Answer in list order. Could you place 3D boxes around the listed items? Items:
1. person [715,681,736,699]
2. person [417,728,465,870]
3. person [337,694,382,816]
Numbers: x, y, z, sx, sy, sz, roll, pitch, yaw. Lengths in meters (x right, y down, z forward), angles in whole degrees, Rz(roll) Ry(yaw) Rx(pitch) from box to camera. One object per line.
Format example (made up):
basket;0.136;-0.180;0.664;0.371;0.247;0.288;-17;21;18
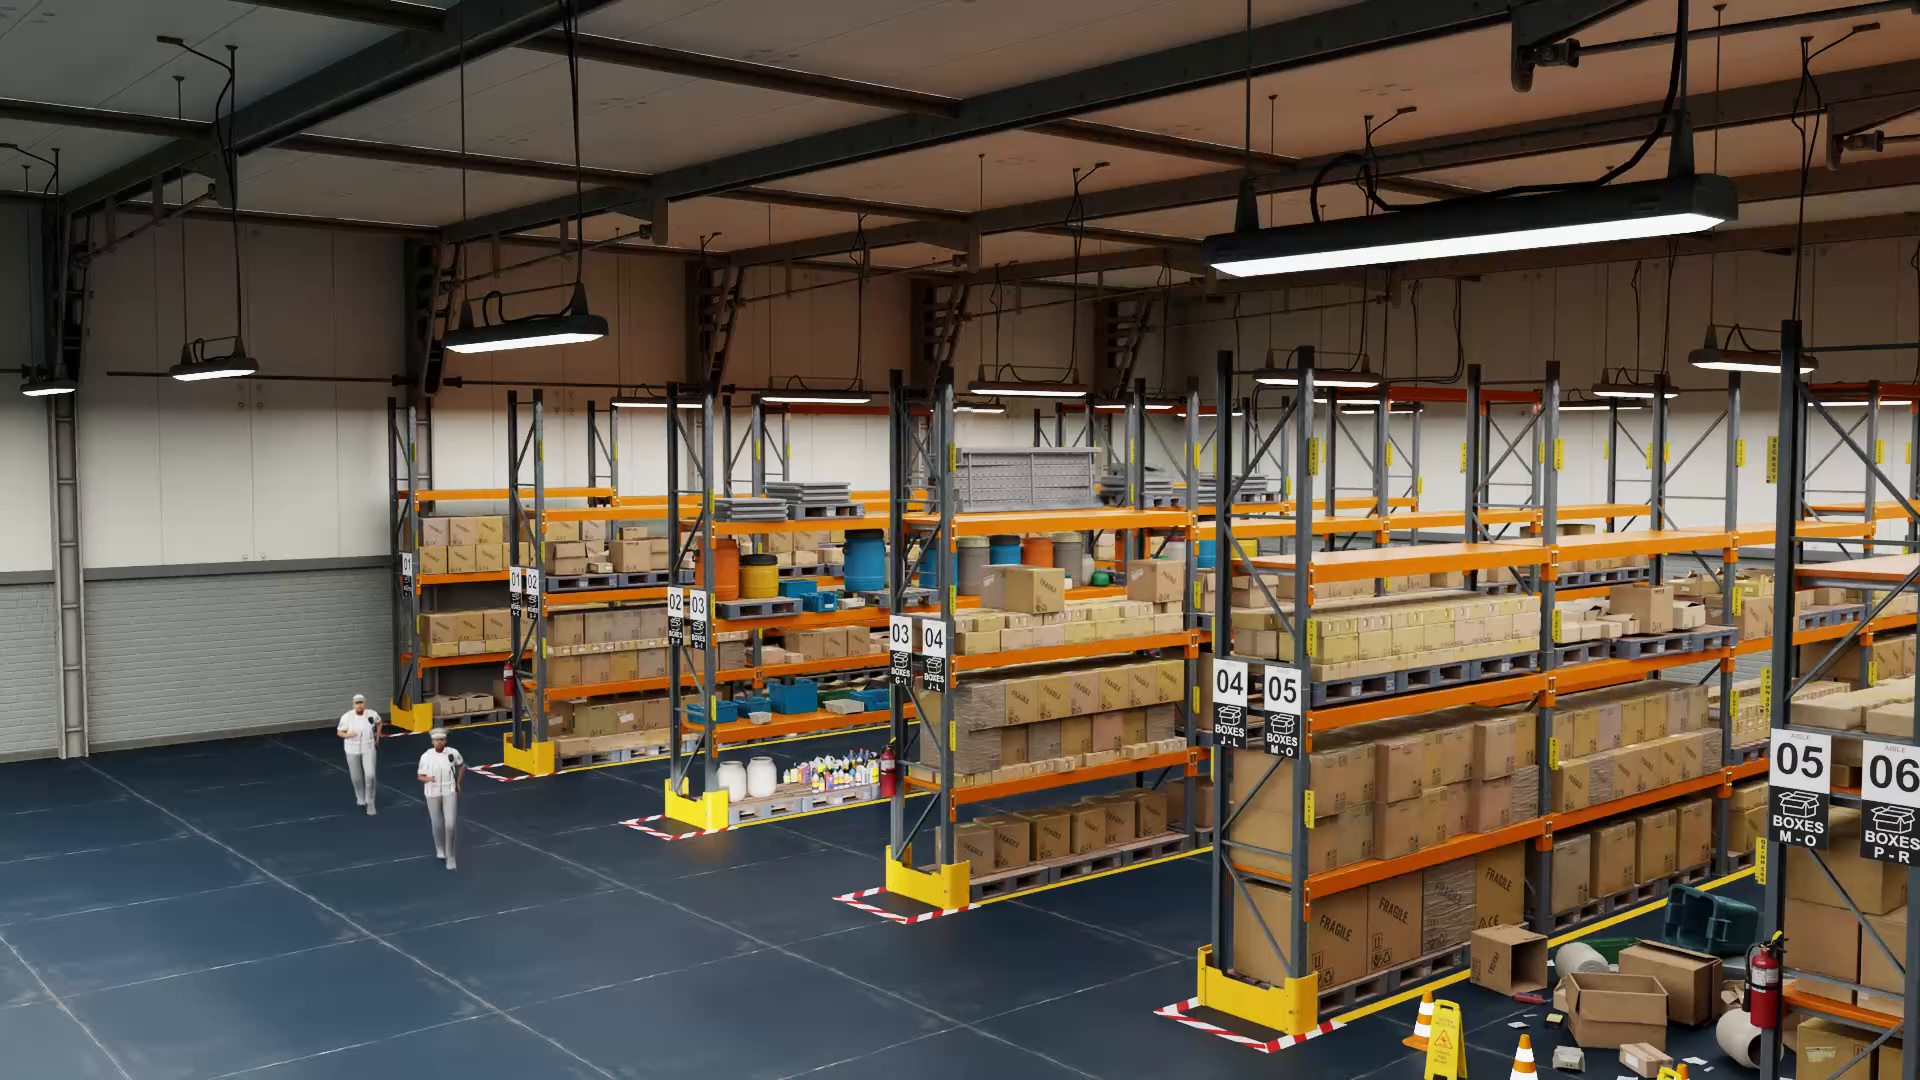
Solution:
person;-4.361;2.562;30.906;0.920;1.592;0.558;-3;5;-44
person;-6.323;3.151;20.287;0.554;1.741;0.748;-1;3;-15
person;-8.398;2.994;23.283;0.582;1.710;0.788;-1;3;-16
